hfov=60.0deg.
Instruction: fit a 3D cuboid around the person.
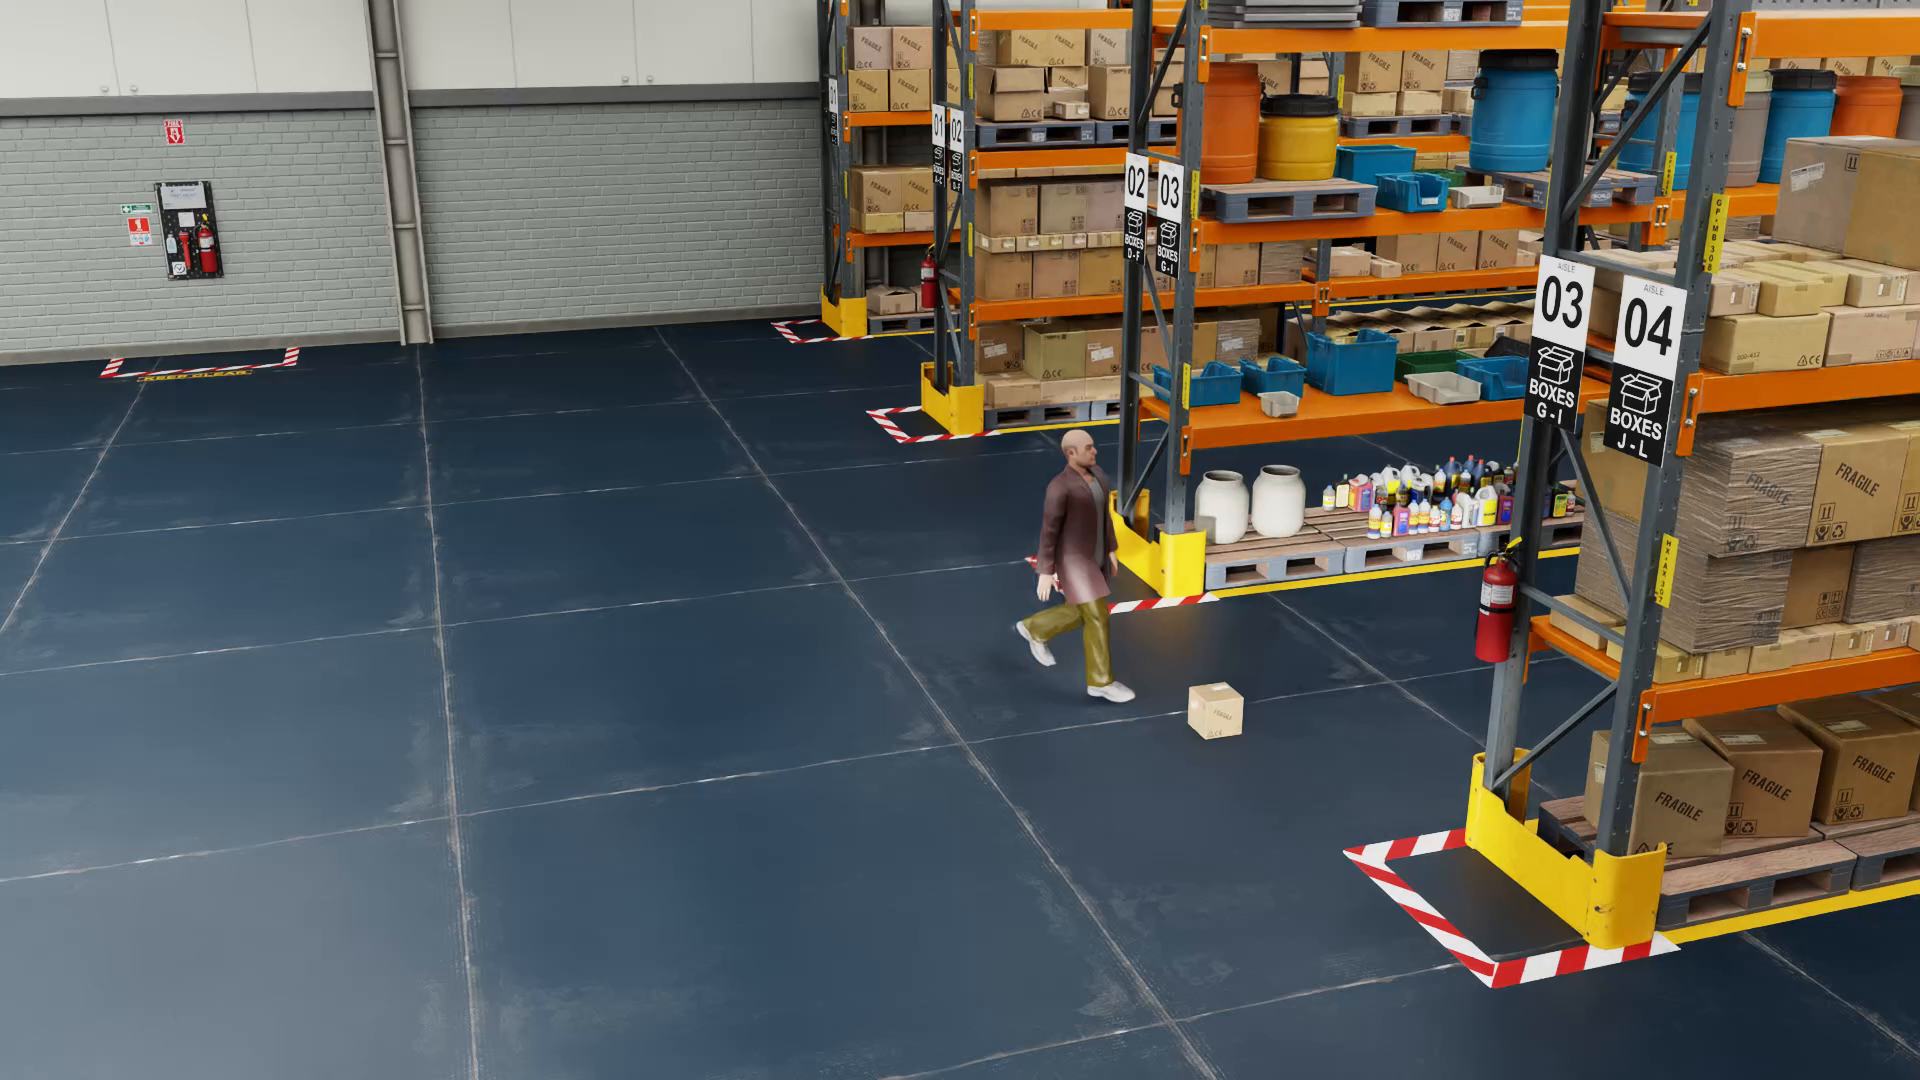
[{"bbox_3d":[0.741,0.131,10.710,1.016,1.741,0.655,13,23,33],"label":"person"}]
